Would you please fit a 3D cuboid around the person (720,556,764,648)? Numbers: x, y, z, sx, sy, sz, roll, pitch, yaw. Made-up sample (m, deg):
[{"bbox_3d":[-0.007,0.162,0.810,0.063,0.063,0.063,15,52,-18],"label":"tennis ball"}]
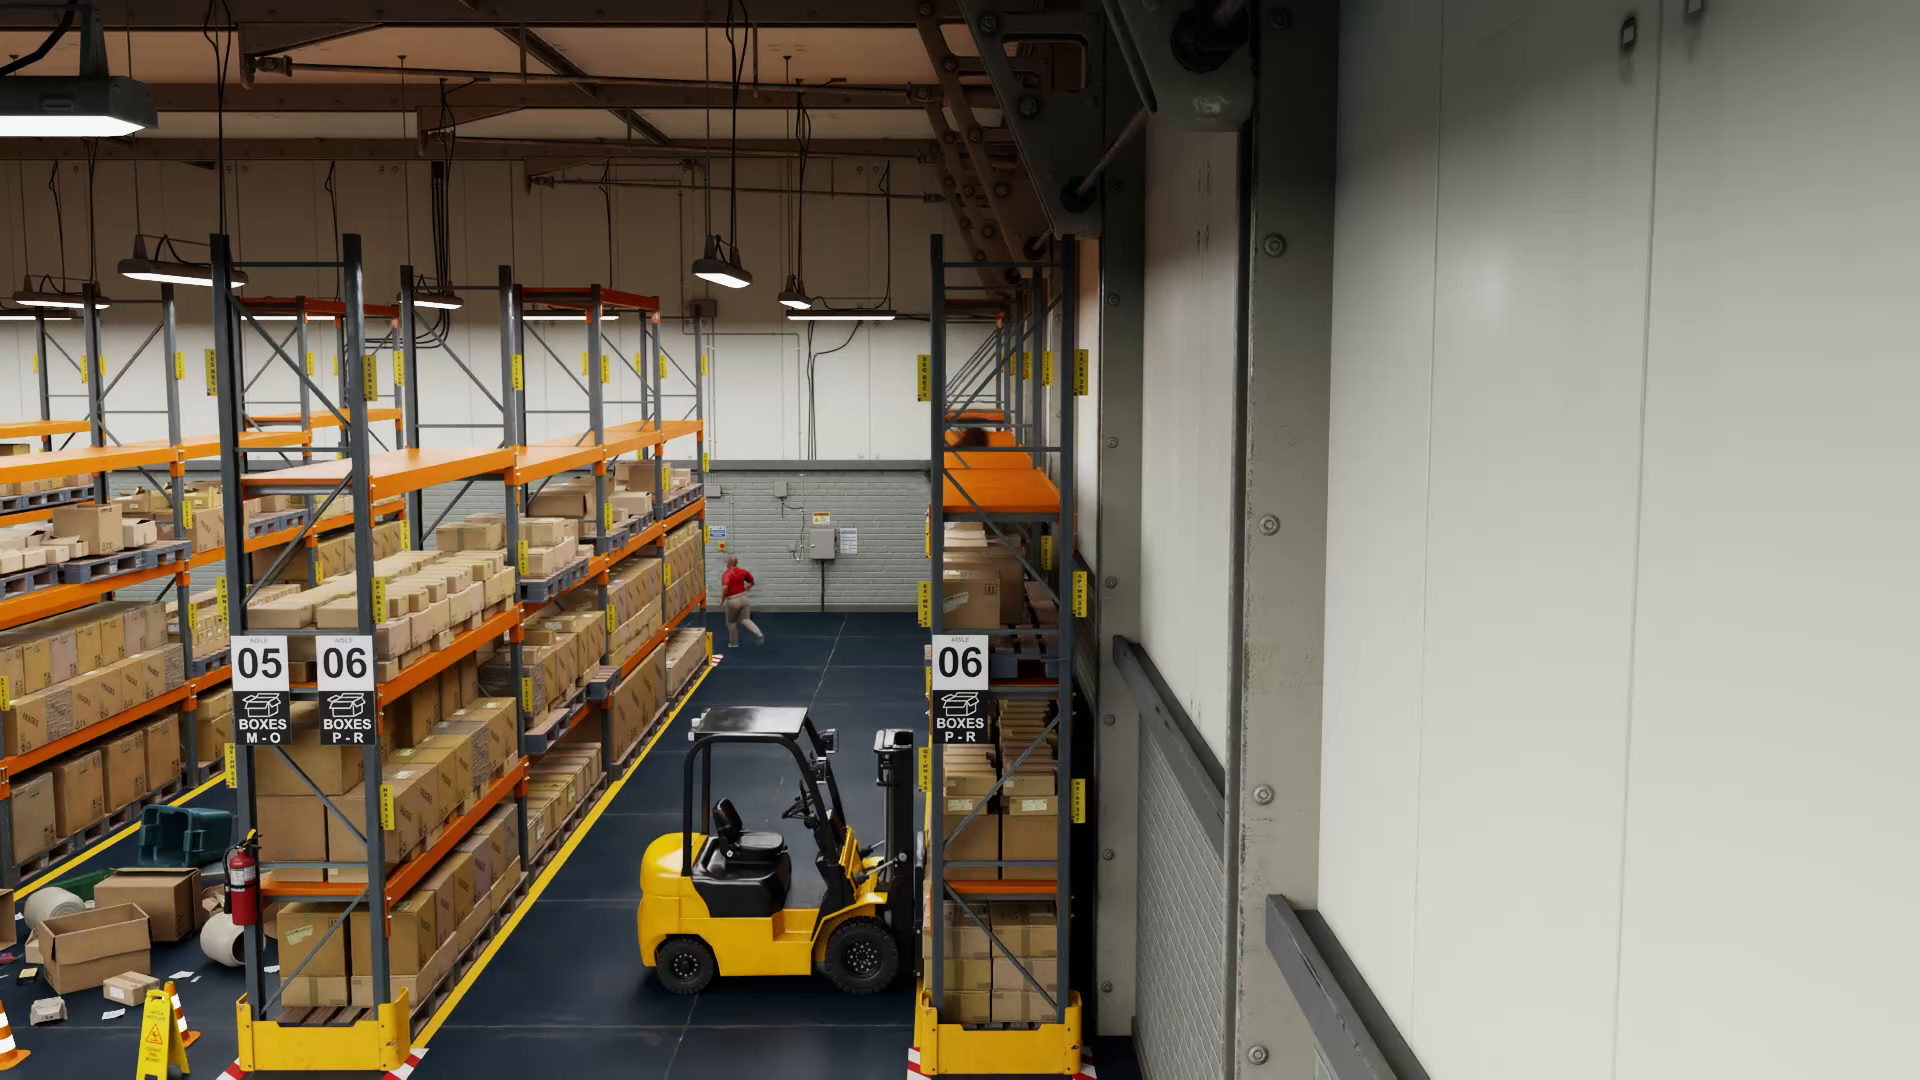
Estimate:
[{"bbox_3d":[-3.947,1.105,29.159,0.725,1.683,0.931,-6,8,-41],"label":"person"}]
